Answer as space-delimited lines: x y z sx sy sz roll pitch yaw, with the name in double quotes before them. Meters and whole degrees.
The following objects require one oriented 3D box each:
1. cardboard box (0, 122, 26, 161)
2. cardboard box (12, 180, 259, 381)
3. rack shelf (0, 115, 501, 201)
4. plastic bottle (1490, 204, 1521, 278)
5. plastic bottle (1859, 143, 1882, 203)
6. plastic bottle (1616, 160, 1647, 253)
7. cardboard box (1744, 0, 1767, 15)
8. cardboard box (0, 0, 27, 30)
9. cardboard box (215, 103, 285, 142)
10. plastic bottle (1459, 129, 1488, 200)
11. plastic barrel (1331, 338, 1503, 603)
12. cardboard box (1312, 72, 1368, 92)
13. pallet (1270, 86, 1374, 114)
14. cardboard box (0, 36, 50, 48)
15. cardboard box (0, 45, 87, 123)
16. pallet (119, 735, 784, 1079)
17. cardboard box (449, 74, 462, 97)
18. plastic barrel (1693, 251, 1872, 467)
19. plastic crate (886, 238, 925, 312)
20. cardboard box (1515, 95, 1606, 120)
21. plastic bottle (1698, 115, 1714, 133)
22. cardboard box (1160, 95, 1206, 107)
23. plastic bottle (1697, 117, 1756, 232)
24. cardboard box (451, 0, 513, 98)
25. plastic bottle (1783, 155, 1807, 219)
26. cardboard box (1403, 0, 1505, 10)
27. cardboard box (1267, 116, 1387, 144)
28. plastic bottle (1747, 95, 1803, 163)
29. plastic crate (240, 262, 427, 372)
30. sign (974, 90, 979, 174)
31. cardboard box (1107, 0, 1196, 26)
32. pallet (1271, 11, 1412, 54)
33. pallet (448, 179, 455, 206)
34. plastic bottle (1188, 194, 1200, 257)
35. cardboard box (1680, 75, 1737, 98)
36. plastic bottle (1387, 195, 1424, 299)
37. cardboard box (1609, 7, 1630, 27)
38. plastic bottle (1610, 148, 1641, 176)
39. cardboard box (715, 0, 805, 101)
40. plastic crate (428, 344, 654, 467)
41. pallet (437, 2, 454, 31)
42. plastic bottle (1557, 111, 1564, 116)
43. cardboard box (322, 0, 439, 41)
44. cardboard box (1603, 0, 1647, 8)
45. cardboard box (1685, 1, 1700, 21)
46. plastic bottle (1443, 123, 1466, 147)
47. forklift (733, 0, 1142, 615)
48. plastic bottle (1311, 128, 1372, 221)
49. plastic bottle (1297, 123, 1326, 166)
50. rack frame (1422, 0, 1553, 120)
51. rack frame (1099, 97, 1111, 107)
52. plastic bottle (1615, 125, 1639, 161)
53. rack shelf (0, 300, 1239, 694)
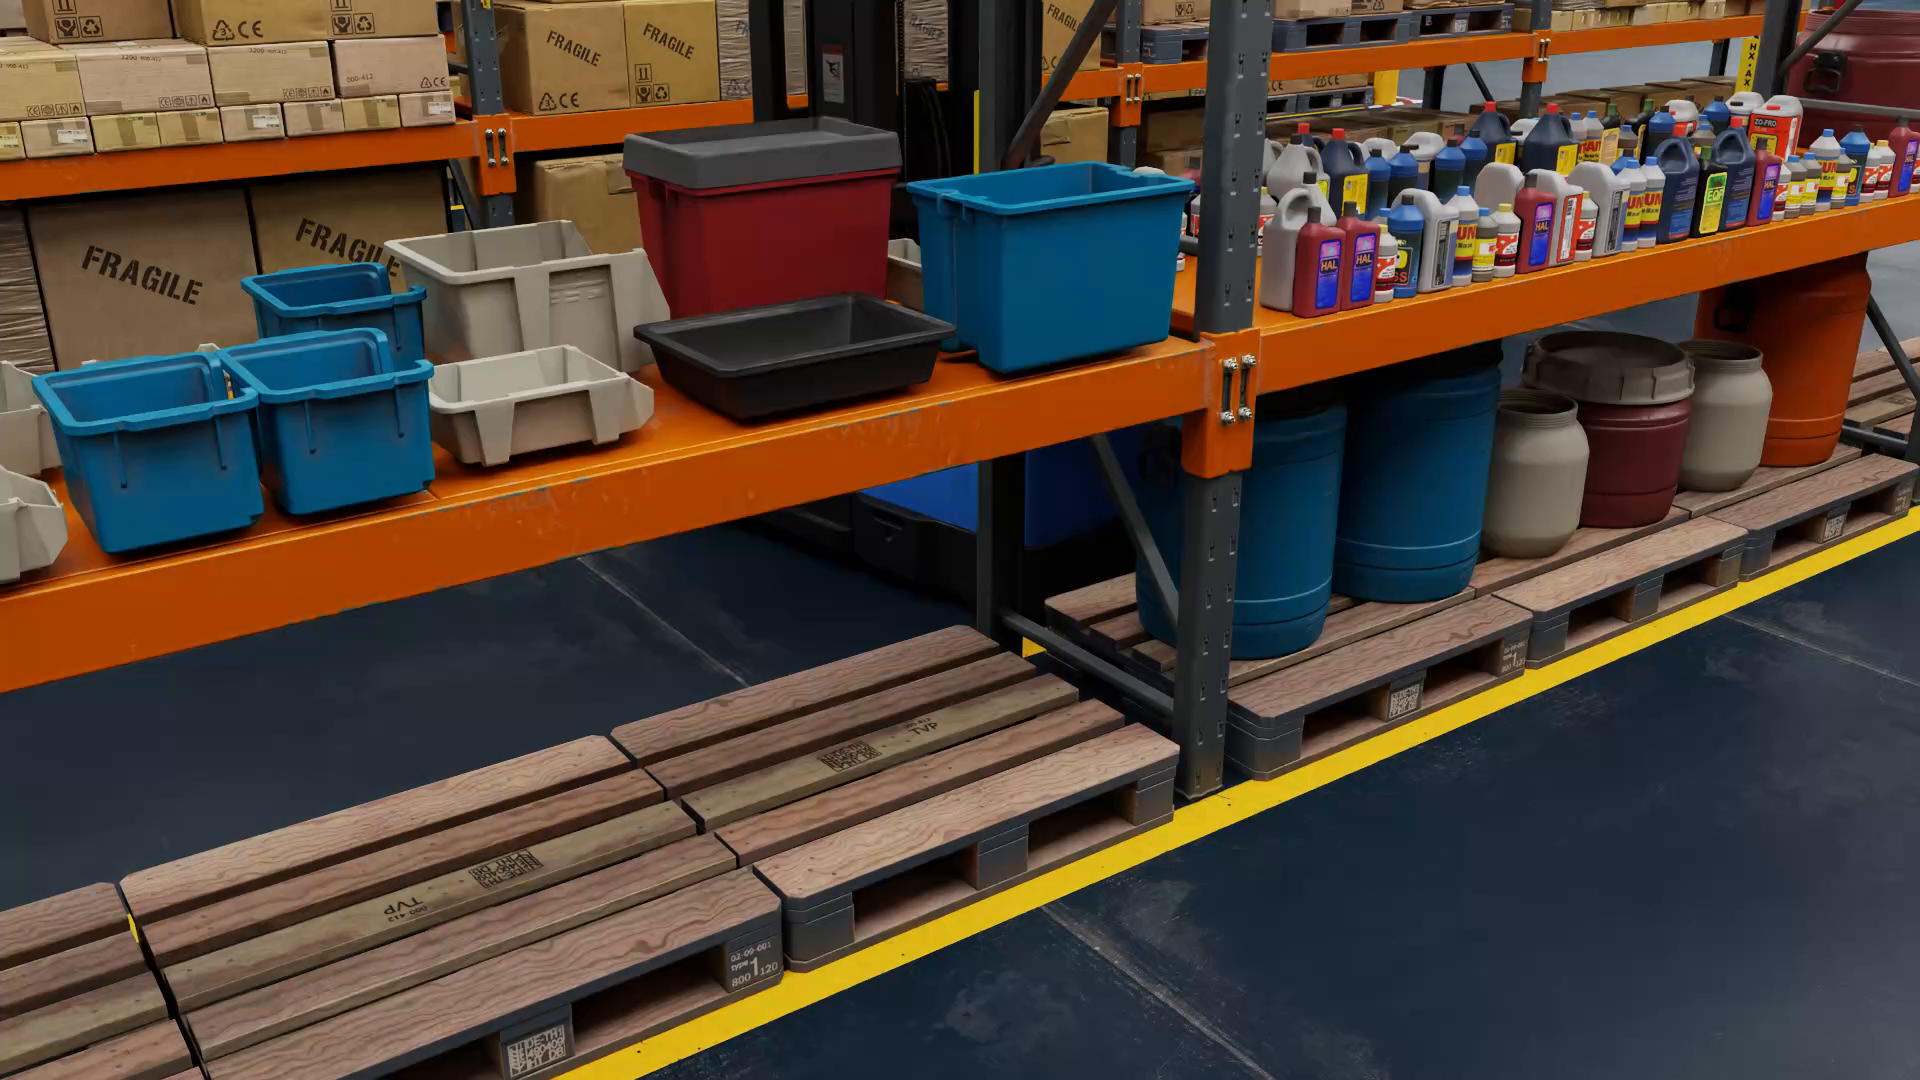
"cardboard box" -4.020 -1.650 6.822 0.250 0.149 0.380 -16 27 -34
"cardboard box" -3.814 -1.216 7.696 0.875 0.875 0.875 -15 26 -33
"rack shelf" -4.125 -1.554 7.214 4.000 0.370 1.077 -15 26 -33
"plastic bottle" 1.555 -0.863 4.779 0.097 0.201 0.097 0 22 0
"plastic bottle" 3.188 -1.298 5.870 0.097 0.201 0.097 0 22 0
"plastic bottle" 2.039 -1.024 5.090 0.097 0.271 0.097 0 22 0
"cardboard box" 6.541 -4.505 13.978 0.250 0.149 0.380 -15 26 -33
"cardboard box" -6.370 -3.611 10.861 0.500 0.500 0.500 -15 26 -33
"cardboard box" -3.184 -1.873 7.382 0.250 0.149 0.380 -14 26 -32
"plastic bottle" 1.748 -1.265 5.694 0.097 0.271 0.097 0 22 0
"plastic barrel" 1.418 -0.317 5.409 0.708 0.901 0.600 -15 26 -33
"cardboard box" 3.913 -5.474 18.368 0.875 0.875 0.875 -15 26 -33
"pallet" 3.821 -4.941 18.493 1.213 0.211 1.003 -15 26 -33
"cardboard box" -4.264 -2.042 7.268 0.500 0.250 0.500 -15 26 -33
"cardboard box" -3.953 -1.883 6.869 0.500 0.250 0.500 -16 27 -34
"pallet" -1.174 0.901 3.855 1.213 0.211 1.003 -15 26 -33
"cardboard box" -4.131 -3.414 12.699 0.500 0.250 0.500 -14 26 -31
"plastic barrel" 3.251 -0.773 6.647 0.708 0.830 0.600 -15 26 -33
"plastic crate" -0.070 -0.679 4.325 0.243 0.136 0.396 -15 26 -33
"cardboard box" 4.801 -3.288 13.394 0.500 0.500 0.500 -7 23 -16
"plastic bottle" 2.909 -1.570 6.552 0.097 0.201 0.097 0 22 0
"cardboard box" 1.697 -2.850 11.260 0.500 0.250 0.500 -12 25 -27
"plastic bottle" 2.478 -1.189 5.395 0.185 0.351 0.144 -15 26 -33
"cardboard box" -2.281 -2.551 8.607 0.500 0.500 0.500 -15 26 -33
"plastic bottle" 2.793 -1.193 5.606 0.097 0.201 0.097 0 22 0
"cardboard box" 3.266 -4.397 11.991 1.000 1.000 1.000 -15 26 -33
"cardboard box" 2.629 -2.751 12.022 0.500 0.500 0.700 -18 28 -37
"plastic bottle" 3.187 -1.597 6.519 0.135 0.276 0.152 -15 26 -33
"plastic crate" -1.338 -0.437 3.589 0.300 0.233 0.416 -15 26 -33
"sign" 0.071 -1.125 4.796 0.005 0.325 0.100 -15 26 -33
"cardboard box" 1.161 -3.557 10.562 0.500 0.500 0.500 -19 29 -39
"pallet" 2.329 -3.539 11.476 1.213 0.211 1.003 -15 26 -33
"pallet" -4.685 -2.709 12.900 1.213 0.211 1.003 -15 26 -33
"plastic bottle" 0.744 -0.965 5.036 0.097 0.201 0.097 0 22 0
"cardboard box" 6.723 -3.822 14.734 0.500 0.500 0.500 -10 24 -23
"plastic bottle" 1.208 -0.803 4.534 0.097 0.271 0.097 0 22 0
"cardboard box" 4.937 -4.062 12.867 0.250 0.149 0.380 -15 26 -33
"plastic bottle" 2.113 -1.110 5.304 0.097 0.271 0.097 0 22 0
"cardboard box" -1.168 -2.609 8.753 0.500 0.500 0.500 -16 27 -34
"plastic crate" -0.847 -0.269 3.298 0.466 0.136 0.293 -15 26 -33
"pallet" -3.652 -4.171 13.061 1.213 0.211 1.003 -15 26 -33
"plastic bottle" 2.134 -1.410 6.040 0.133 0.283 0.061 -15 26 -33
"cardboard box" -2.718 -2.558 7.549 0.500 0.500 0.500 -14 26 -31
"cardboard box" 4.820 -4.414 12.874 0.500 0.500 0.875 -15 26 -33
"cardboard box" 5.729 -4.289 13.435 0.250 0.149 0.380 -15 26 -33
"plastic bottle" 1.687 -1.291 5.741 0.133 0.283 0.061 -15 26 -33
"forklift" -0.490 -1.556 6.340 3.031 2.935 1.130 20 29 40
"plastic bottle" 1.180 -1.102 5.178 0.185 0.351 0.144 -15 26 -33
"plastic bottle" 1.096 -1.146 5.286 0.185 0.351 0.144 -15 26 -33
"rack frame" 3.993 -4.053 12.505 0.127 3.000 1.000 -15 26 -33
"rack frame" 1.178 -5.567 16.300 0.127 3.000 1.000 -15 26 -33
"plastic bottle" 2.504 -1.462 6.282 0.097 0.201 0.097 0 22 0
"rack shelf" -1.232 -0.064 3.480 4.000 0.370 1.077 -15 26 -33
